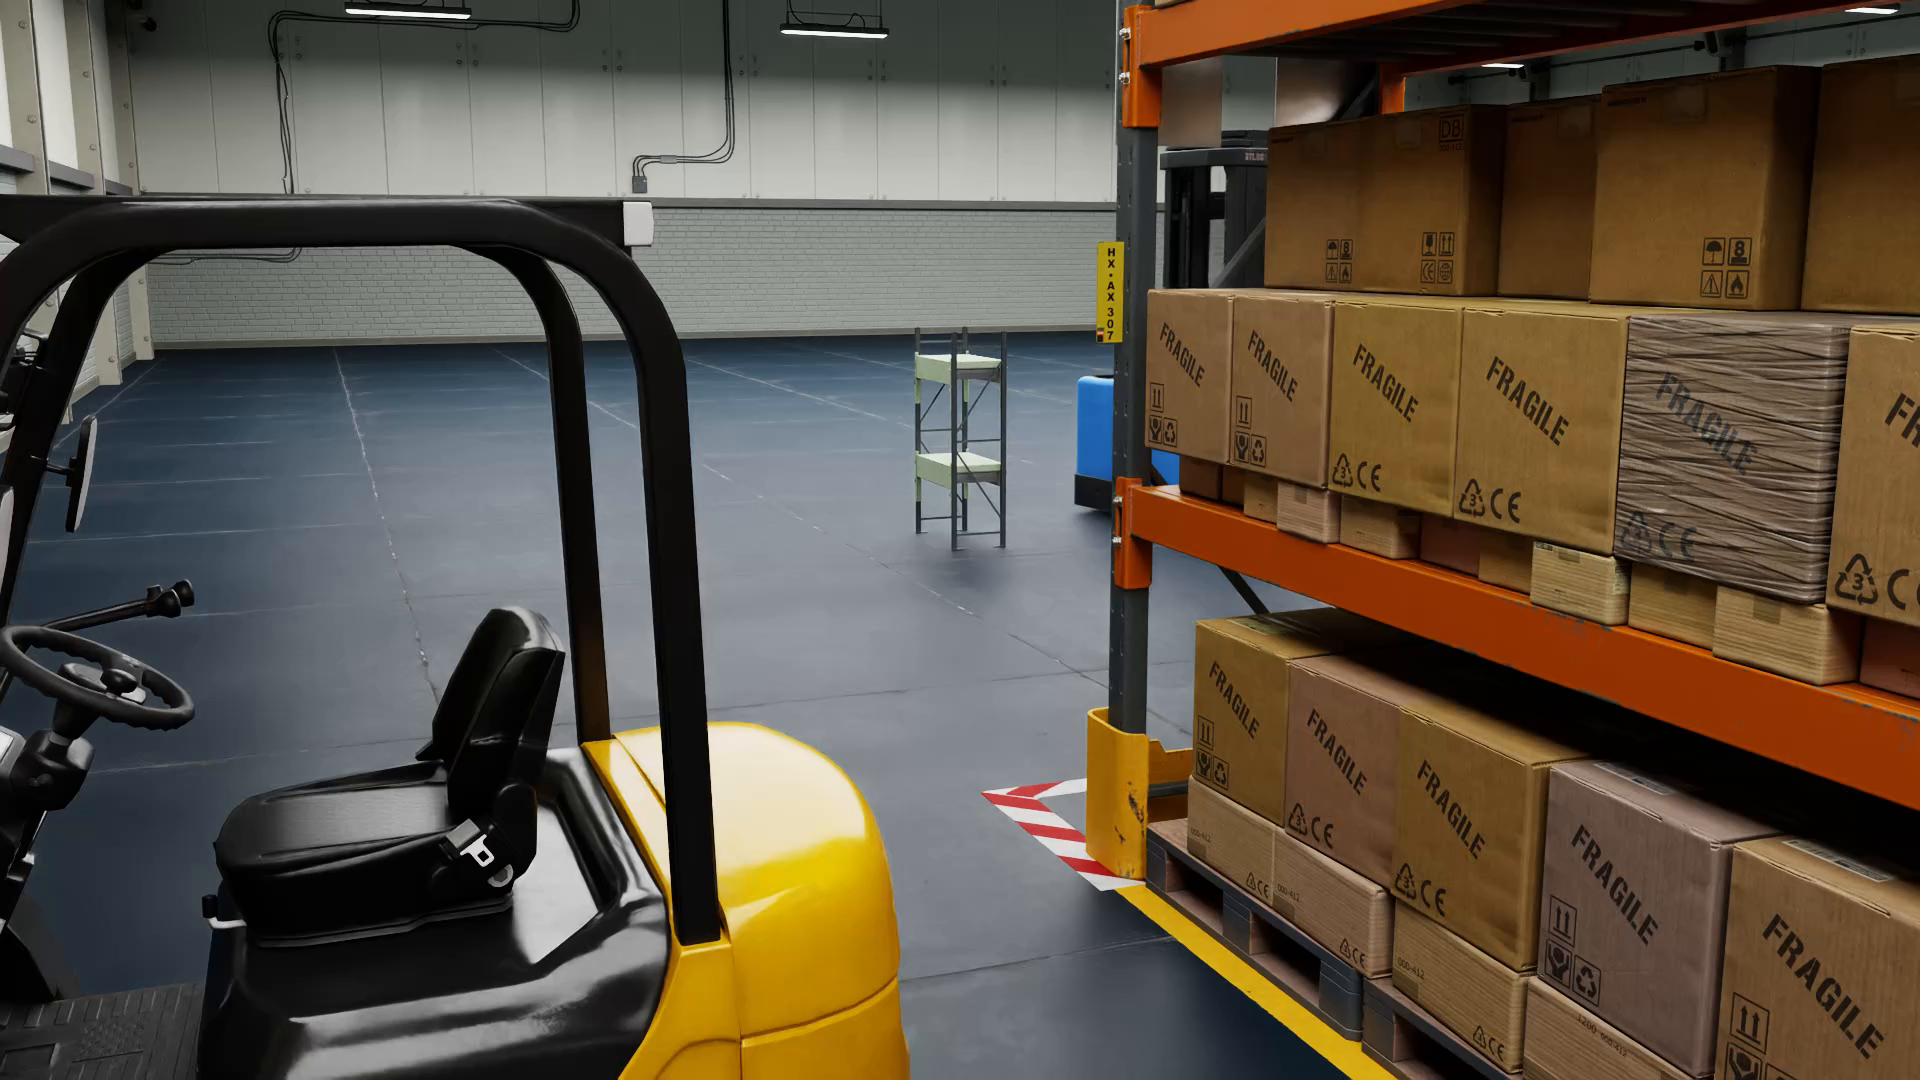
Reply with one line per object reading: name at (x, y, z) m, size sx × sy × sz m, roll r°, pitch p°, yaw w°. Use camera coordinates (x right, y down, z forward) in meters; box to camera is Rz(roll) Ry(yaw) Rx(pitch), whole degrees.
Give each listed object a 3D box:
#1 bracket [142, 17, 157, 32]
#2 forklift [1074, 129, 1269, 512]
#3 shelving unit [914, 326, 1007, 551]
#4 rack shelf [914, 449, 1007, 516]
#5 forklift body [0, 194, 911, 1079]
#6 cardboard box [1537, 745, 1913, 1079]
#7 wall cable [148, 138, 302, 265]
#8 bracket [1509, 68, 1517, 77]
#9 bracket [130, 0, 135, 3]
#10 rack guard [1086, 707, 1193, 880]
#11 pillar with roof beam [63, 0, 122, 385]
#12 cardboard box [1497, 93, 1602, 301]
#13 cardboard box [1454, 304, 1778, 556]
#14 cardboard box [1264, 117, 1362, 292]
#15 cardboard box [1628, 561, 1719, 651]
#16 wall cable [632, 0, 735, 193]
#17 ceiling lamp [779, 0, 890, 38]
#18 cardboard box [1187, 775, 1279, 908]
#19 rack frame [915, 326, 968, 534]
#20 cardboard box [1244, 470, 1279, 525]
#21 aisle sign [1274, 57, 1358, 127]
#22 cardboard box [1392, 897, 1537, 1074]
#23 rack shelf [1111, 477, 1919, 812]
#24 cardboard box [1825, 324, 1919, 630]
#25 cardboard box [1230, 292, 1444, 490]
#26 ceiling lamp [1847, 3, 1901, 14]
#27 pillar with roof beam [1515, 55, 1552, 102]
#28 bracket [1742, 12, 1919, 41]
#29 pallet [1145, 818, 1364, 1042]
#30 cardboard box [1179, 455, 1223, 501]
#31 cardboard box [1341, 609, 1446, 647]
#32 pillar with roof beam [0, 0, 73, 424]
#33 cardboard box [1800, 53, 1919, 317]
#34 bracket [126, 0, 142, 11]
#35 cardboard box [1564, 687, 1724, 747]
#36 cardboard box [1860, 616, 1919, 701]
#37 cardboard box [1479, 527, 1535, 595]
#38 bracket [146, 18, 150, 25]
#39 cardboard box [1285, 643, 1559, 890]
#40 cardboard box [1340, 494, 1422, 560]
bracket at (-15.763, -10.031, 32.337) m, size 0.235 × 0.232 × 0.430 m, roll -4°, pitch 11°, yaw -21°
forklift at (2.422, -1.727, 13.258) m, size 3.031 × 2.935 × 1.130 m, roll -6°, pitch 12°, yaw -32°
shelving unit at (-0.002, -0.739, 11.795) m, size 0.431 × 1.500 × 0.755 m, roll -4°, pitch 11°, yaw -21°
rack shelf at (-0.002, -0.419, 11.852) m, size 0.431 × 0.370 × 0.720 m, roll -4°, pitch 11°, yaw -21°
forklift body at (-1.238, 0.510, 2.912) m, size 2.313 × 2.155 × 1.214 m, roll -4°, pitch 11°, yaw -21°
cardboard box at (1.612, 0.768, 3.550) m, size 0.500 × 0.500 × 0.500 m, roll -3°, pitch 11°, yaw -18°
wall cable at (-14.920, -6.817, 33.417) m, size 3.097 × 2.526 × 0.112 m, roll -4°, pitch 11°, yaw -21°
bracket at (13.793, -11.598, 41.147) m, size 0.235 × 0.232 × 0.430 m, roll -4°, pitch 11°, yaw -21°
bracket at (-13.670, -9.088, 27.036) m, size 0.076 × 0.066 × 4.783 m, roll -4°, pitch 11°, yaw -21°
rack guard at (1.027, 0.826, 5.851) m, size 1.175 × 0.500 × 0.348 m, roll -4°, pitch 11°, yaw -21°
pillar with roof beam at (-8.898, -7.075, 26.000) m, size 9.100 × 9.000 × 0.548 m, roll -4°, pitch 11°, yaw -21°
cardboard box at (1.845, -0.876, 4.290) m, size 0.700 × 0.500 × 0.500 m, roll -4°, pitch 11°, yaw -22°
cardboard box at (1.481, -0.268, 3.728) m, size 0.500 × 0.500 × 0.500 m, roll -4°, pitch 11°, yaw -22°
cardboard box at (1.388, -1.036, 5.188) m, size 0.700 × 0.500 × 0.500 m, roll -4°, pitch 11°, yaw -22°
cardboard box at (1.612, 0.117, 3.416) m, size 0.380 × 0.149 × 0.250 m, roll -4°, pitch 11°, yaw -22°
wall cable at (-6.066, -10.620, 36.220) m, size 2.305 × 6.003 × 0.169 m, roll -4°, pitch 11°, yaw -21°
ceiling lamp at (-2.370, -10.795, 30.244) m, size 2.000 × 3.185 × 0.800 m, roll -4°, pitch 11°, yaw -21°
cardboard box at (1.034, 0.879, 5.067) m, size 0.500 × 0.250 × 0.500 m, roll -4°, pitch 11°, yaw -21°
rack frame at (-0.135, -0.799, 12.131) m, size 0.400 × 1.500 × 0.023 m, roll -4°, pitch 11°, yaw -21°
cardboard box at (1.055, -0.136, 4.839) m, size 0.380 × 0.149 × 0.250 m, roll -4°, pitch 11°, yaw -23°
aisle sign at (1.247, -1.726, 5.634) m, size 0.394 × 0.787 × 0.004 m, roll -4°, pitch 11°, yaw -21°
cardboard box at (1.421, 1.051, 4.099) m, size 0.500 × 0.250 × 0.500 m, roll -3°, pitch 11°, yaw -17°
rack shelf at (1.724, 0.263, 3.929) m, size 1.077 × 0.370 × 4.000 m, roll -4°, pitch 11°, yaw -21°
cardboard box at (1.863, -0.100, 2.785) m, size 0.500 × 0.500 × 0.500 m, roll -4°, pitch 11°, yaw -19°
cardboard box at (1.103, -0.434, 4.659) m, size 0.500 × 0.500 × 0.500 m, roll -4°, pitch 11°, yaw -19°
ceiling lamp at (14.353, -10.222, 27.022) m, size 2.000 × 3.185 × 0.800 m, roll -4°, pitch 11°, yaw -21°
pillar with roof beam at (10.262, -9.507, 39.673) m, size 9.100 × 9.000 × 0.548 m, roll -4°, pitch 11°, yaw -21°
bracket at (17.202, -10.062, 32.516) m, size 0.076 × 0.066 × 4.783 m, roll -4°, pitch 11°, yaw -21°
pallet at (1.288, 1.103, 5.118) m, size 1.003 × 0.211 × 1.213 m, roll -4°, pitch 11°, yaw -21°
cardboard box at (0.929, -0.225, 5.338) m, size 0.380 × 0.149 × 0.250 m, roll -4°, pitch 11°, yaw -21°
cardboard box at (1.533, 0.475, 5.198) m, size 0.500 × 0.500 × 0.500 m, roll -4°, pitch 11°, yaw -21°
pillar with roof beam at (-6.724, -6.096, 20.494) m, size 9.100 × 9.000 × 0.400 m, roll -4°, pitch 11°, yaw -21°
cardboard box at (2.170, -0.706, 3.337) m, size 0.700 × 0.500 × 0.500 m, roll -4°, pitch 11°, yaw -22°
bracket at (-14.603, -9.508, 29.401) m, size 0.235 × 0.232 × 0.430 m, roll -4°, pitch 11°, yaw -21°
cardboard box at (1.901, 0.642, 4.254) m, size 0.500 × 0.500 × 0.500 m, roll -4°, pitch 11°, yaw -22°
cardboard box at (1.852, 0.197, 2.966) m, size 0.380 × 0.149 × 0.250 m, roll -4°, pitch 11°, yaw -22°
cardboard box at (1.449, 0.032, 3.891) m, size 0.380 × 0.149 × 0.250 m, roll -4°, pitch 11°, yaw -22°
bracket at (-15.549, -9.934, 31.795) m, size 0.076 × 0.066 × 3.189 m, roll -4°, pitch 11°, yaw -21°
cardboard box at (1.237, 0.599, 4.501) m, size 0.500 × 0.500 × 0.500 m, roll -4°, pitch 11°, yaw -23°
cardboard box at (1.229, -0.052, 4.364) m, size 0.380 × 0.149 × 0.250 m, roll -4°, pitch 11°, yaw -19°
